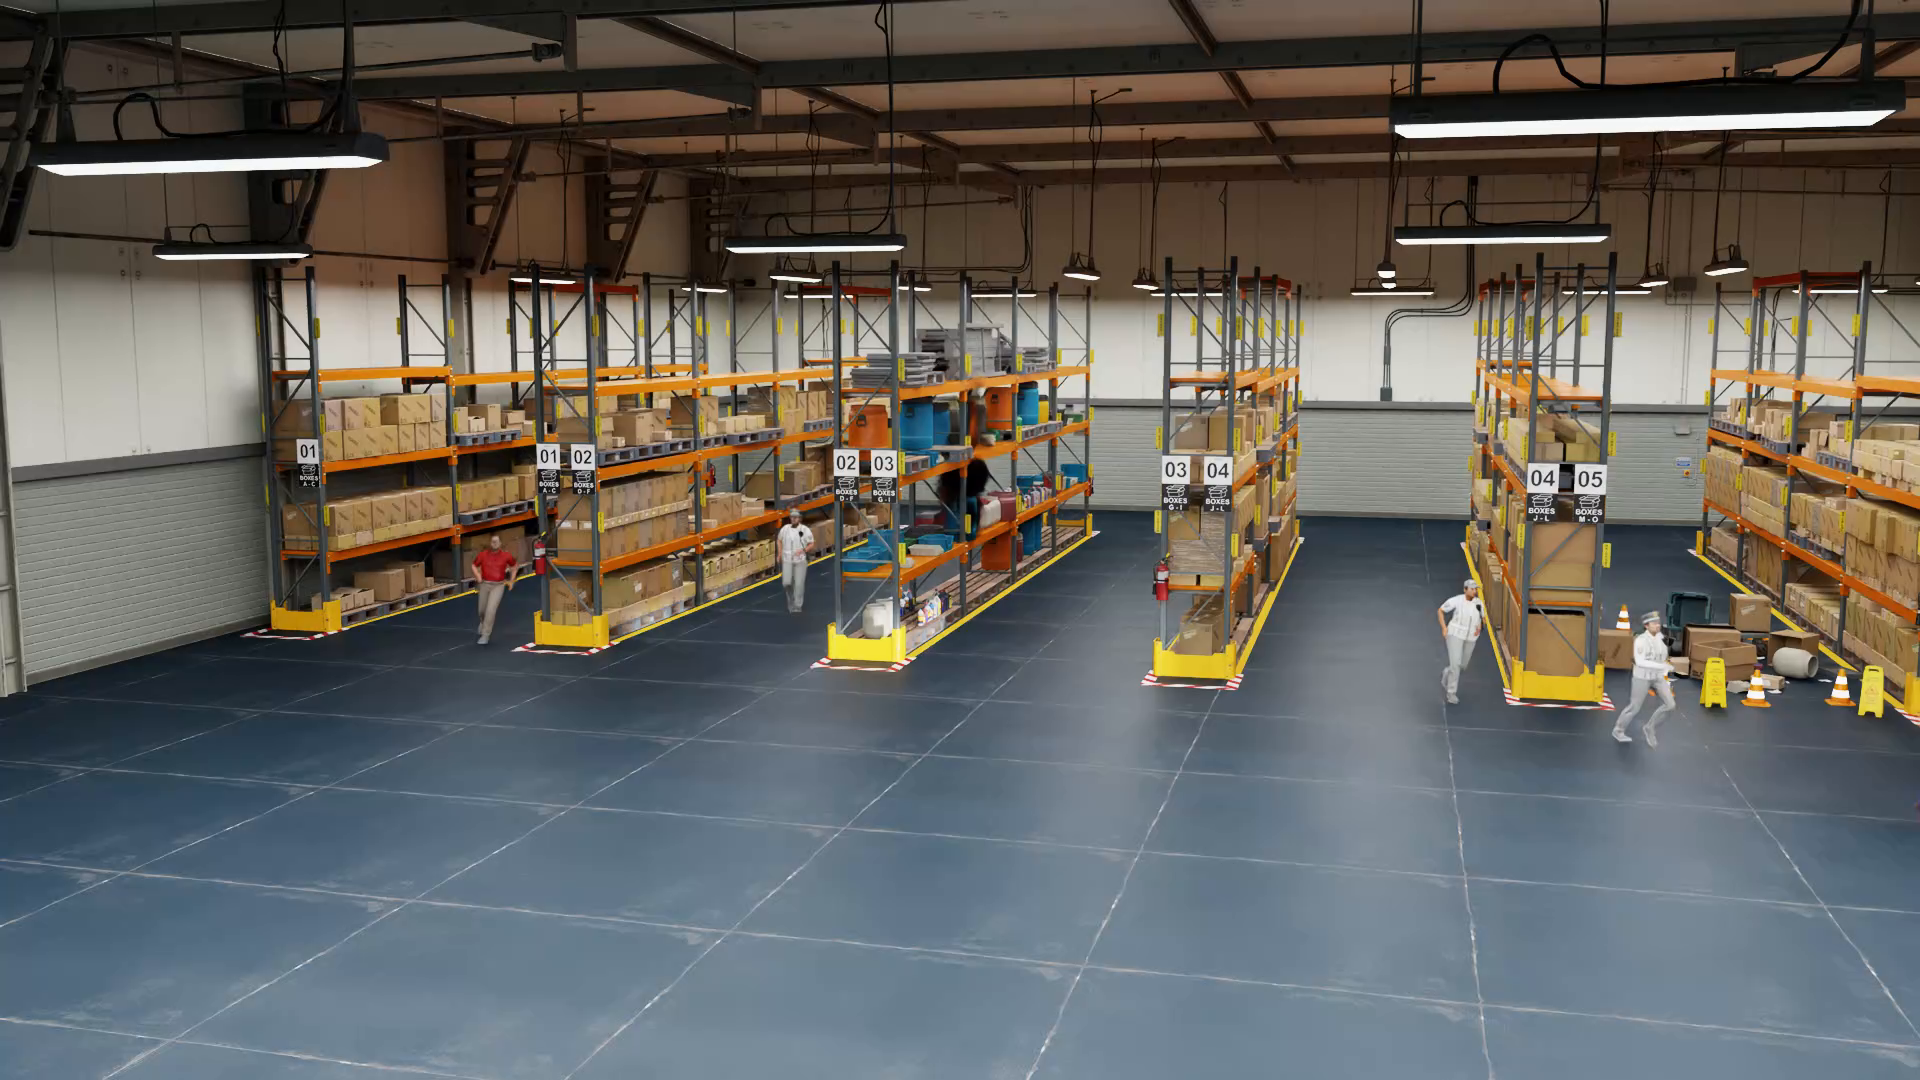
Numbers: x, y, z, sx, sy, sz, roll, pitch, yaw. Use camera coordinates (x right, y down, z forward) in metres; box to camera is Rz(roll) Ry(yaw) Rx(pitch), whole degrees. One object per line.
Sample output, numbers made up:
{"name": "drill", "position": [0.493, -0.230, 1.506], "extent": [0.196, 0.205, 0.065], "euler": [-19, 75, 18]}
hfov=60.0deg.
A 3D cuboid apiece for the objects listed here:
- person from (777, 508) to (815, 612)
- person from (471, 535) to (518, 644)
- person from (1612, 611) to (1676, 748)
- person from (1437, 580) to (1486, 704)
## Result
{"name": "person", "position": [-2.755, 0.349, 27.632], "extent": [0.664, 1.761, 0.590], "euler": [1, 7, 5]}
{"name": "person", "position": [-7.496, 0.766, 26.723], "extent": [0.719, 1.679, 0.978], "euler": [0, 7, -2]}
{"name": "person", "position": [8.232, 1.650, 19.845], "extent": [0.623, 1.666, 0.822], "euler": [-3, 8, -24]}
{"name": "person", "position": [6.840, 1.344, 22.659], "extent": [0.651, 1.647, 0.820], "euler": [-1, 7, -6]}
